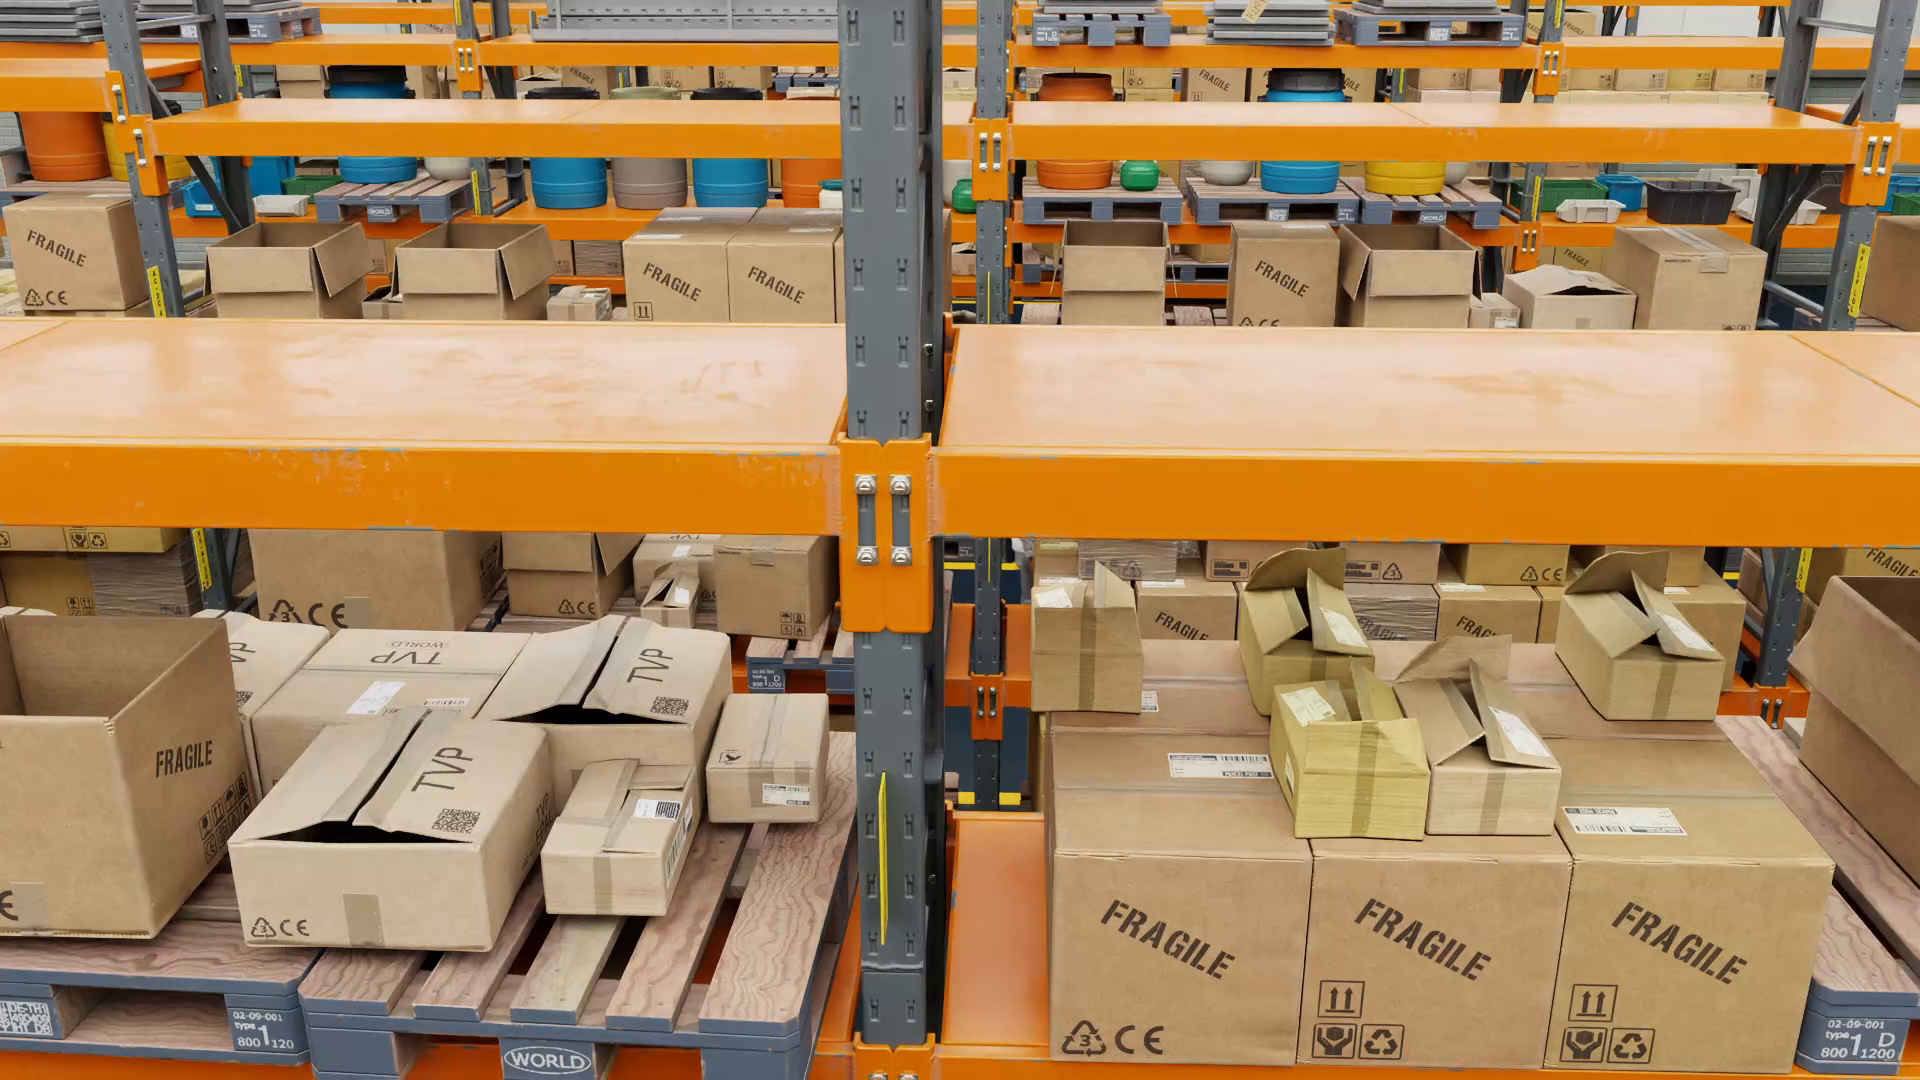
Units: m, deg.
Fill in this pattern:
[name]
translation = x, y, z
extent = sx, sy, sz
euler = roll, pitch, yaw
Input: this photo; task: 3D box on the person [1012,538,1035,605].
[person]
translation = 0.550, 0.049, 11.512
extent = 0.392, 1.776, 0.566
euler = 3, 21, 9
